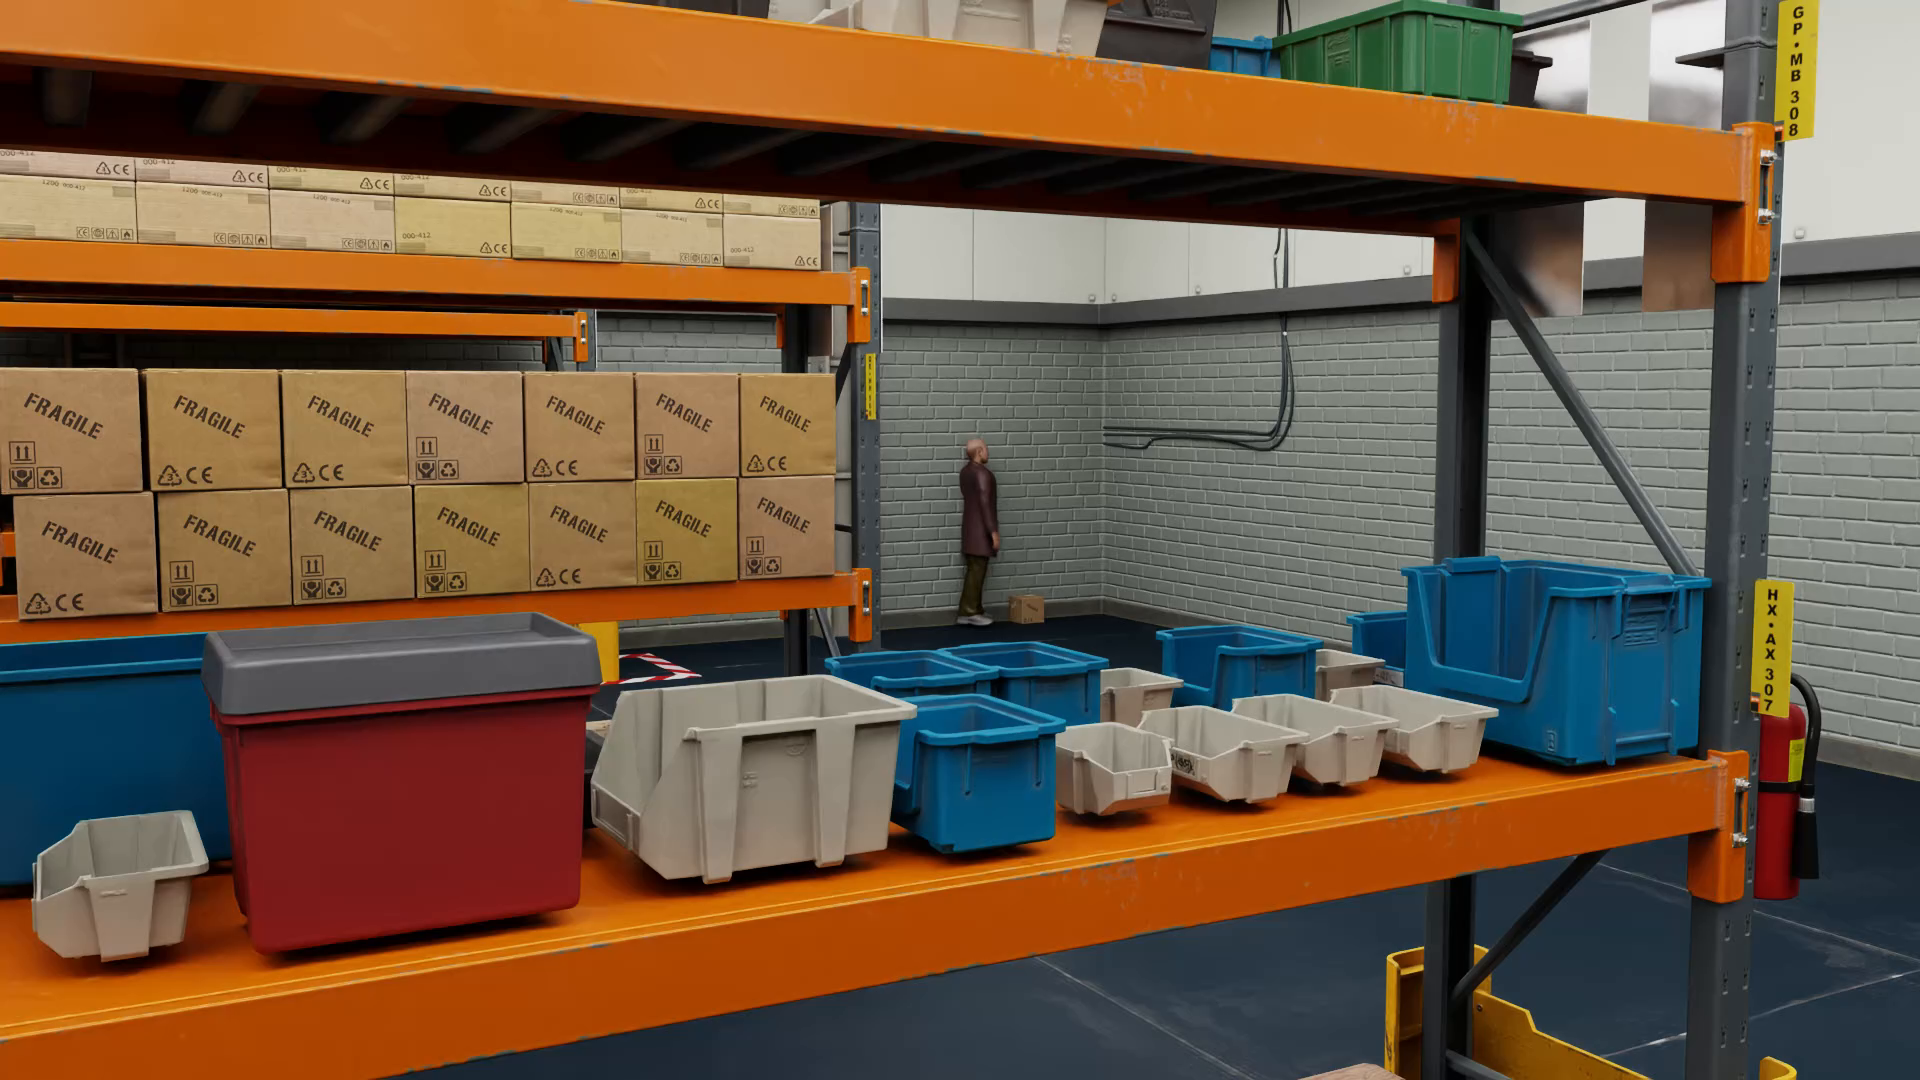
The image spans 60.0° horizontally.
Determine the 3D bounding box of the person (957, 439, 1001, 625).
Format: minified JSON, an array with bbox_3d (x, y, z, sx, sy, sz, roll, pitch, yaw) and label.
[{"bbox_3d":[0.178,-0.080,15.915,0.450,1.778,0.647,-2,5,-21],"label":"person"}]
